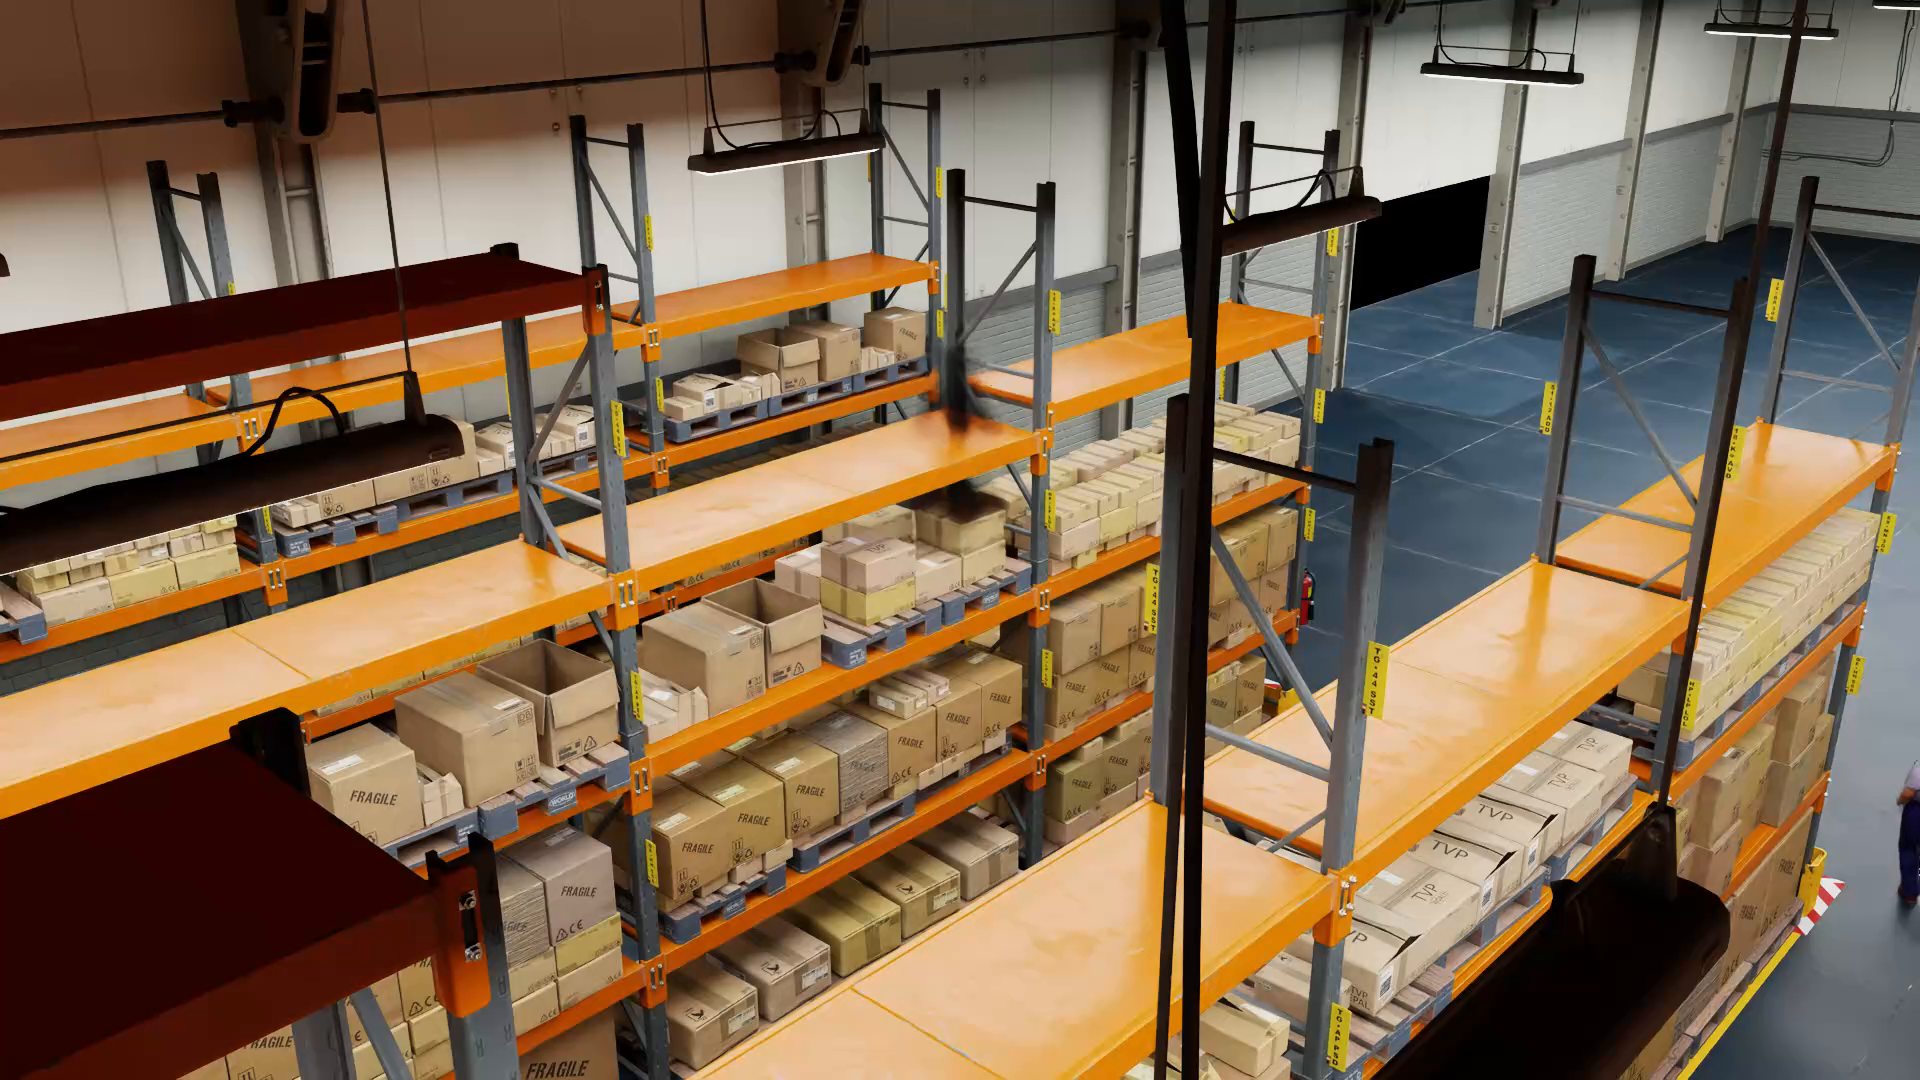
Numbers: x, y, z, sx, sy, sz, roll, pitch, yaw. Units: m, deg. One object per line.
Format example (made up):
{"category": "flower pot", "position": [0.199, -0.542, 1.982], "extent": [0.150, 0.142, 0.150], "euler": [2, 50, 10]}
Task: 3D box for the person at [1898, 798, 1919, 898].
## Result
{"category": "person", "position": [8.062, 2.585, 13.912], "extent": [0.414, 0.915, 0.489], "euler": [3, 21, 8]}
